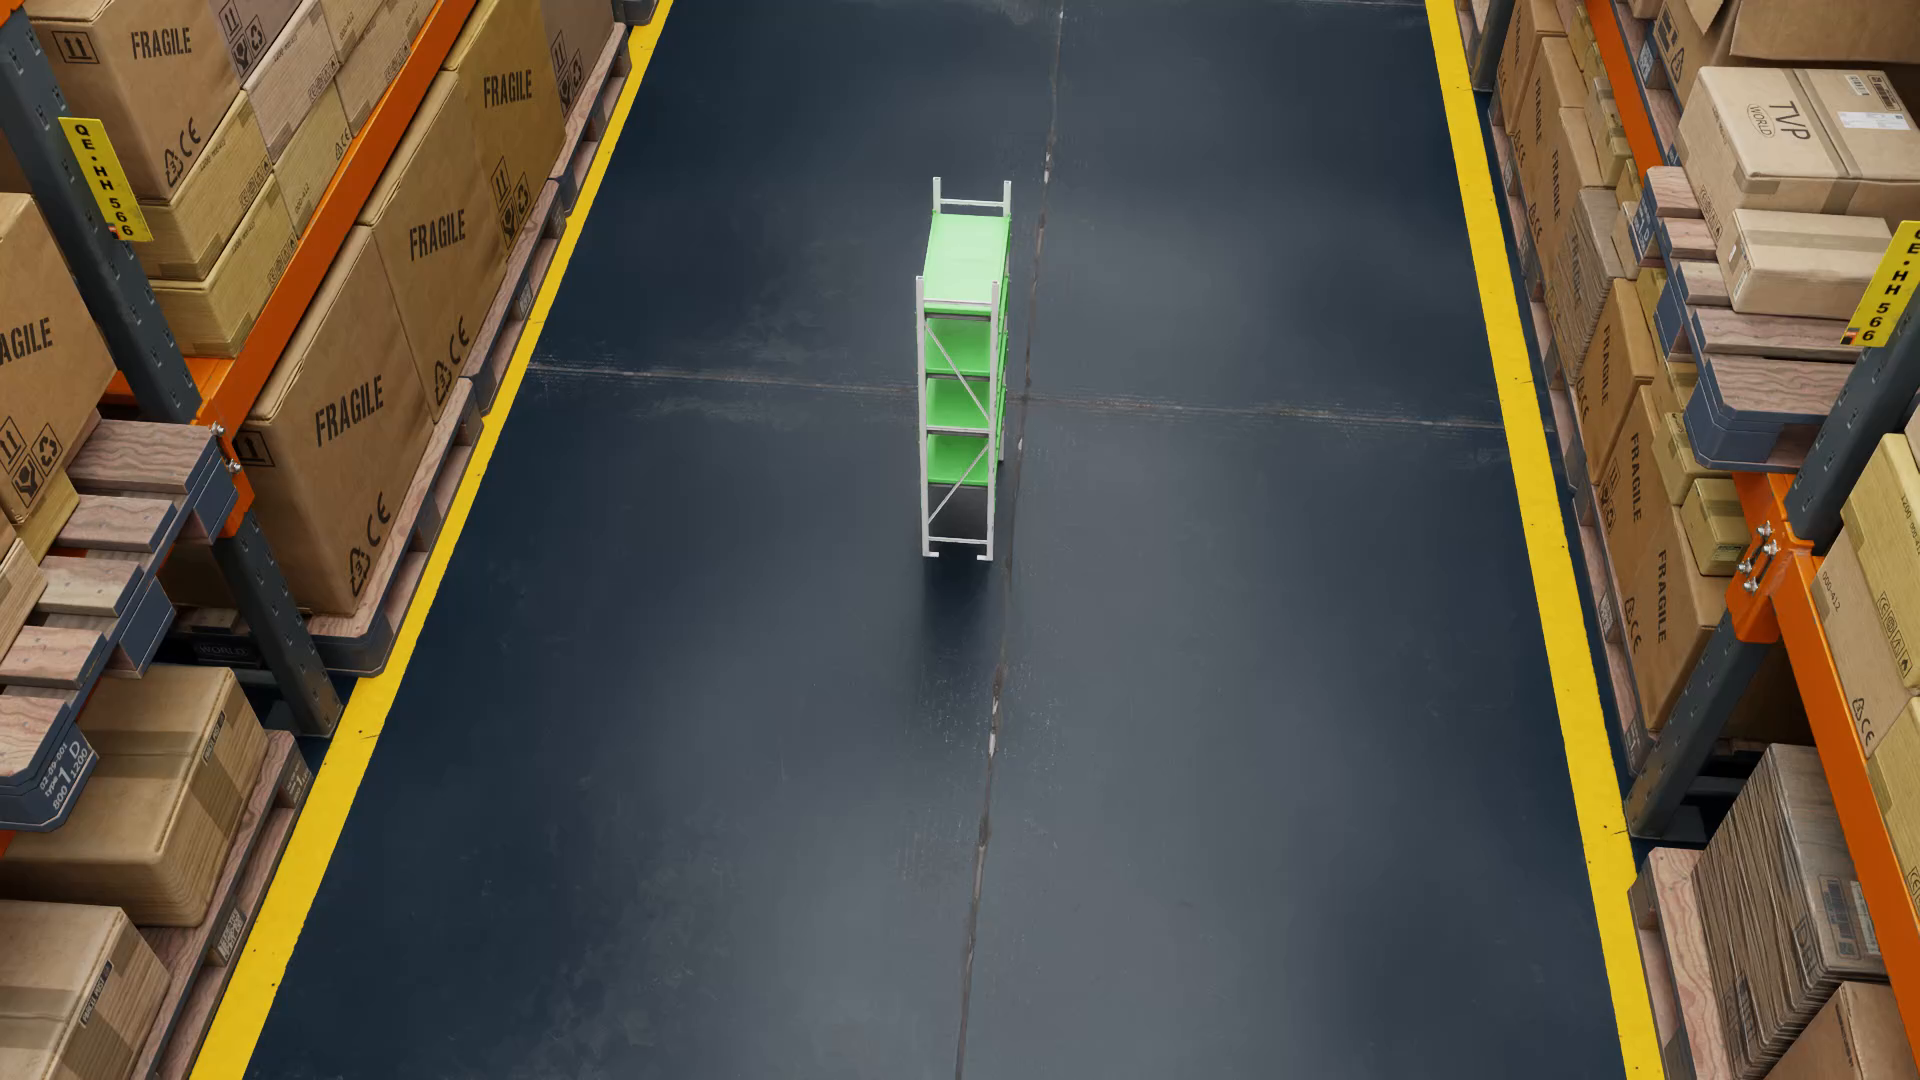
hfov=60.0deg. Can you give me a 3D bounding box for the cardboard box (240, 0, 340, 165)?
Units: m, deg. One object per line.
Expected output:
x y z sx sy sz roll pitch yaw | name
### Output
-2.111 -1.321 4.688 0.500 0.250 0.500 5 48 4 | cardboard box

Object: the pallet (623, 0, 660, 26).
-1.940 -3.019 8.368 1.003 0.211 1.213 4 48 4 | pallet

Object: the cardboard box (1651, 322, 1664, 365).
2.416 -0.618 5.252 0.380 0.149 0.250 5 48 5 | cardboard box

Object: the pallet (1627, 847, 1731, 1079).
2.378 1.407 4.320 1.003 0.211 1.213 4 48 4 | pallet

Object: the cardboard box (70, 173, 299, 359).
-2.157 -0.760 4.514 0.500 0.250 0.500 3 48 3 | cardboard box

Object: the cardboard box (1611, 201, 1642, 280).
2.433 -1.006 5.607 0.380 0.149 0.250 2 48 2 | cardboard box

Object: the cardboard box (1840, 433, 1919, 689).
2.183 0.053 3.431 0.500 0.250 0.500 4 48 3 | cardboard box

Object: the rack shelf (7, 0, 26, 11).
-2.269 -2.707 4.648 1.077 0.370 4.000 4 48 4 | rack shelf

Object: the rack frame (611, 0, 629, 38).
-2.087 -3.407 6.833 1.000 3.000 0.127 4 48 4 | rack frame

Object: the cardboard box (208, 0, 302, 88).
-2.128 -1.550 4.389 0.500 0.500 0.500 4 48 4 | cardboard box

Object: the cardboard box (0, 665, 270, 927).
-2.513 0.692 4.580 0.950 0.372 0.625 1 48 1 | cardboard box

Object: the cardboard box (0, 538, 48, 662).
-2.178 0.122 3.491 0.380 0.149 0.250 4 48 3 | cardboard box

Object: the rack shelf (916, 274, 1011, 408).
0.015 -0.645 5.289 0.258 0.148 0.480 4 48 4 | rack shelf

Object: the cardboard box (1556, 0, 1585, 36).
2.610 -2.138 6.643 0.380 0.149 0.250 3 48 2 | cardboard box

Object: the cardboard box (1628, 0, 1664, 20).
2.471 -1.954 5.152 0.700 0.500 0.500 4 48 3 | cardboard box

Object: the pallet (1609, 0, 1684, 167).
2.664 -1.501 5.220 1.003 0.211 1.213 4 48 4 | pallet

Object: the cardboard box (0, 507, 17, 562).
-2.253 -0.010 3.172 0.500 0.500 0.500 3 48 3 | cardboard box

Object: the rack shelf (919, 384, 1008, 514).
0.015 -0.322 5.643 0.258 0.148 0.480 4 48 4 | rack shelf

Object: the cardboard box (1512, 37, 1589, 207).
2.549 -1.642 6.628 0.500 0.500 0.500 3 48 3 | cardboard box

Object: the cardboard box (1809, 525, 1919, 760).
2.208 0.224 3.614 0.500 0.250 0.500 4 48 4 | cardboard box

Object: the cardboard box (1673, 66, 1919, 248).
2.265 -1.025 4.471 0.500 0.250 0.500 2 48 2 | cardboard box

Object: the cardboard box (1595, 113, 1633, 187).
2.502 -1.383 5.952 0.380 0.149 0.250 5 48 5 | cardboard box

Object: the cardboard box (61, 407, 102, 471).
-2.247 -0.268 3.848 0.380 0.149 0.250 5 48 5 | cardboard box

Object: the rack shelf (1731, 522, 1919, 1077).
2.309 1.576 2.763 1.077 0.370 4.000 4 48 4 | rack shelf

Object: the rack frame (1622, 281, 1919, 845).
2.492 -0.136 3.842 1.000 3.000 0.127 4 48 4 | rack frame

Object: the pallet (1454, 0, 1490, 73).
2.920 -2.639 8.021 1.003 0.211 1.213 4 48 4 | pallet

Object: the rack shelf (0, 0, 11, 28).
-2.634 0.233 1.959 1.077 0.370 4.000 4 48 4 | rack shelf

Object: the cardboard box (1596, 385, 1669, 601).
2.372 -0.127 5.243 0.500 0.500 0.500 3 48 3 | cardboard box

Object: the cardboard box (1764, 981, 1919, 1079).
2.369 1.461 3.705 0.875 0.625 0.625 5 48 5 | cardboard box

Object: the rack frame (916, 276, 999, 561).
-0.007 -0.347 5.255 0.240 1.200 0.015 4 48 4 | rack frame

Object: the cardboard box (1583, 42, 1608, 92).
2.587 -1.747 6.285 0.380 0.149 0.250 3 48 3 | cardboard box

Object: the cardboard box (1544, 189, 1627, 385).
2.446 -0.894 5.945 0.500 0.500 0.500 2 48 2 | cardboard box

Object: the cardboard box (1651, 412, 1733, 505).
2.278 -0.236 4.903 0.380 0.149 0.250 2 48 2 | cardboard box

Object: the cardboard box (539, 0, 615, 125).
-2.064 -2.370 7.041 0.875 0.875 0.875 5 48 5 | cardboard box

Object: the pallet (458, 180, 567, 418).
-2.191 -0.995 6.517 1.003 0.211 1.213 4 48 4 | pallet

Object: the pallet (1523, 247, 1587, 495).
2.711 -0.635 6.188 1.003 0.211 1.213 4 48 4 | pallet

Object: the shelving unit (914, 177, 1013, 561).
0.015 -0.527 5.419 0.258 1.200 0.503 4 48 4 | shelving unit

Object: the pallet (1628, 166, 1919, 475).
2.484 -0.574 4.373 1.213 0.211 1.003 4 48 4 | pallet

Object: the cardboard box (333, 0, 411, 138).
-2.074 -1.523 5.212 0.500 0.250 0.500 5 48 5 | cardboard box

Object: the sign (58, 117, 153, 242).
-1.910 -0.802 3.720 0.100 0.325 0.005 4 48 4 | sign

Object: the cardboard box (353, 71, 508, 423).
-2.221 -1.049 5.832 0.875 0.875 0.875 4 48 4 | cardboard box
